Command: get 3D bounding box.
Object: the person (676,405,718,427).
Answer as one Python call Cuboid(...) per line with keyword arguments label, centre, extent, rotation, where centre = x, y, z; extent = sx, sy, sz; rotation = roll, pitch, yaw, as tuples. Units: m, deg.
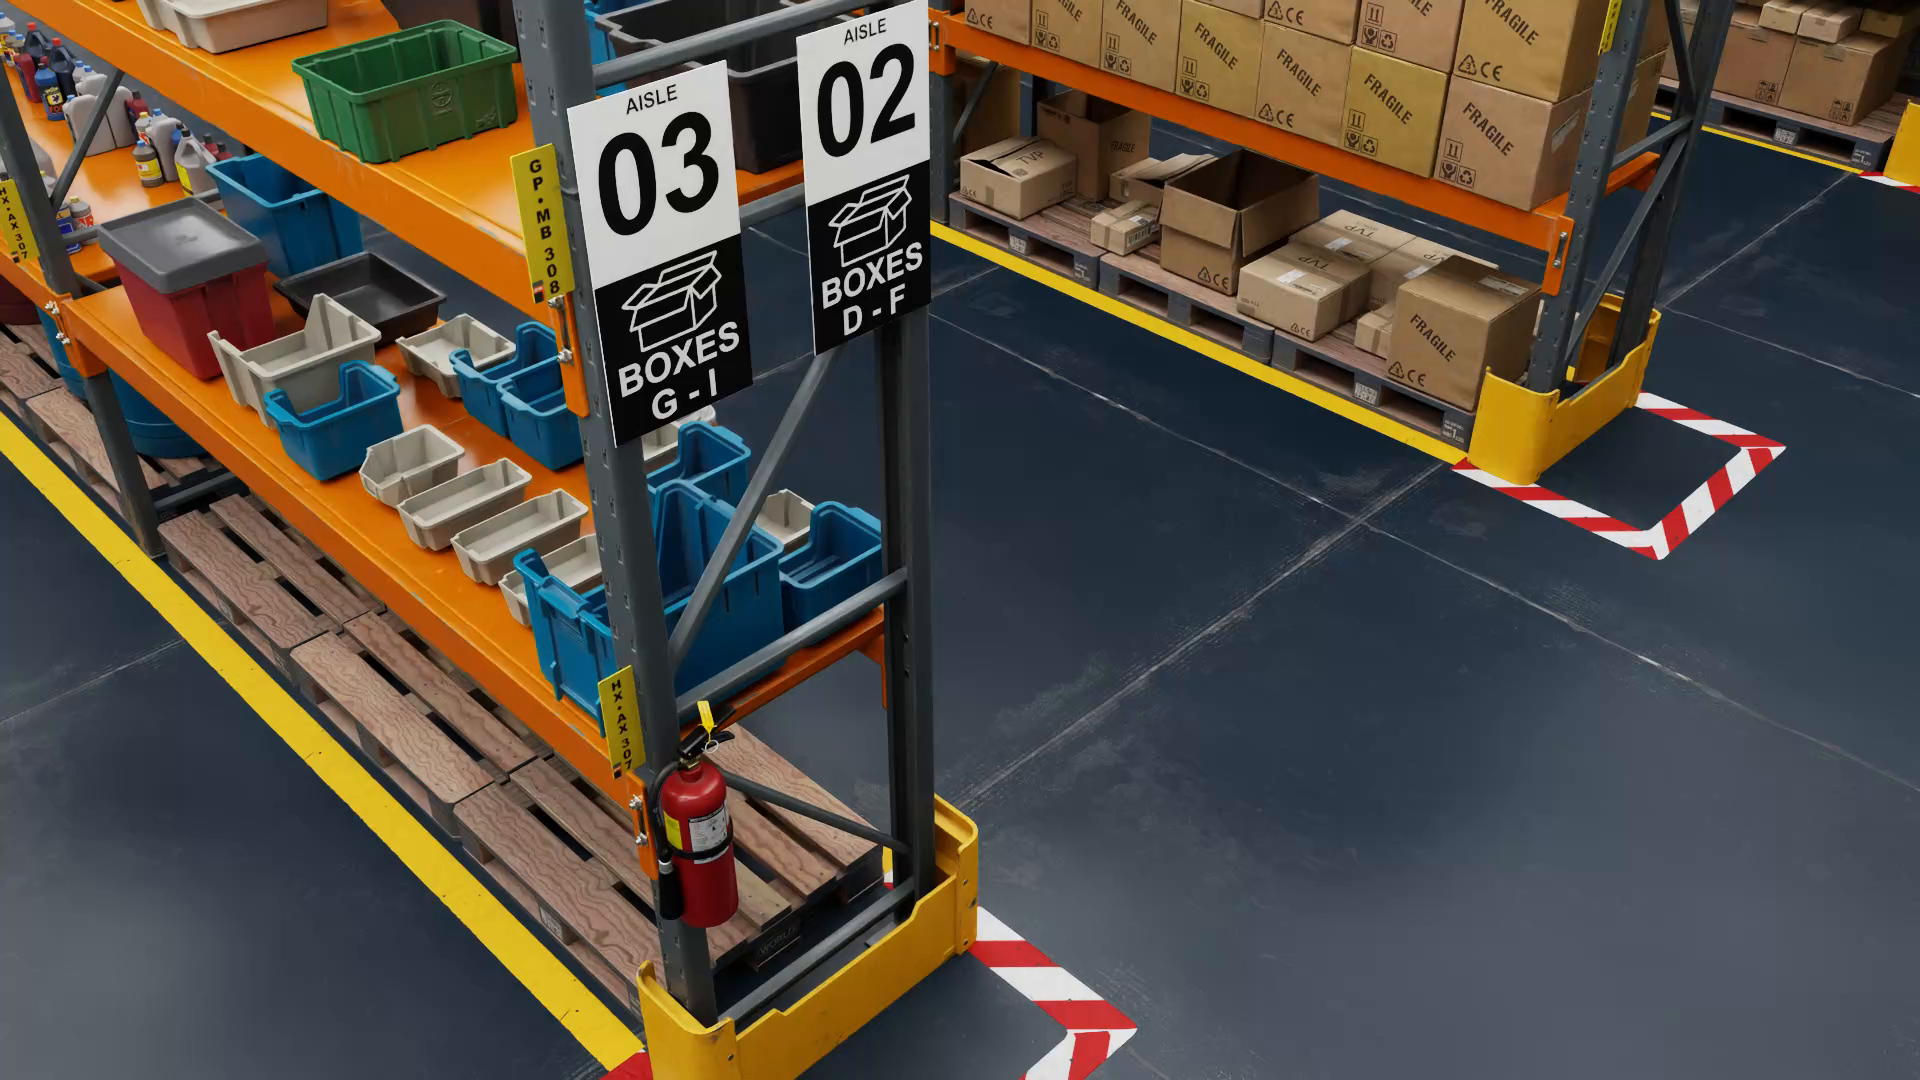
Cuboid(label="person", centre=(-1.137, -0.143, 6.340), extent=(0.467, 1.666, 0.537), rotation=(30, 45, 35))
